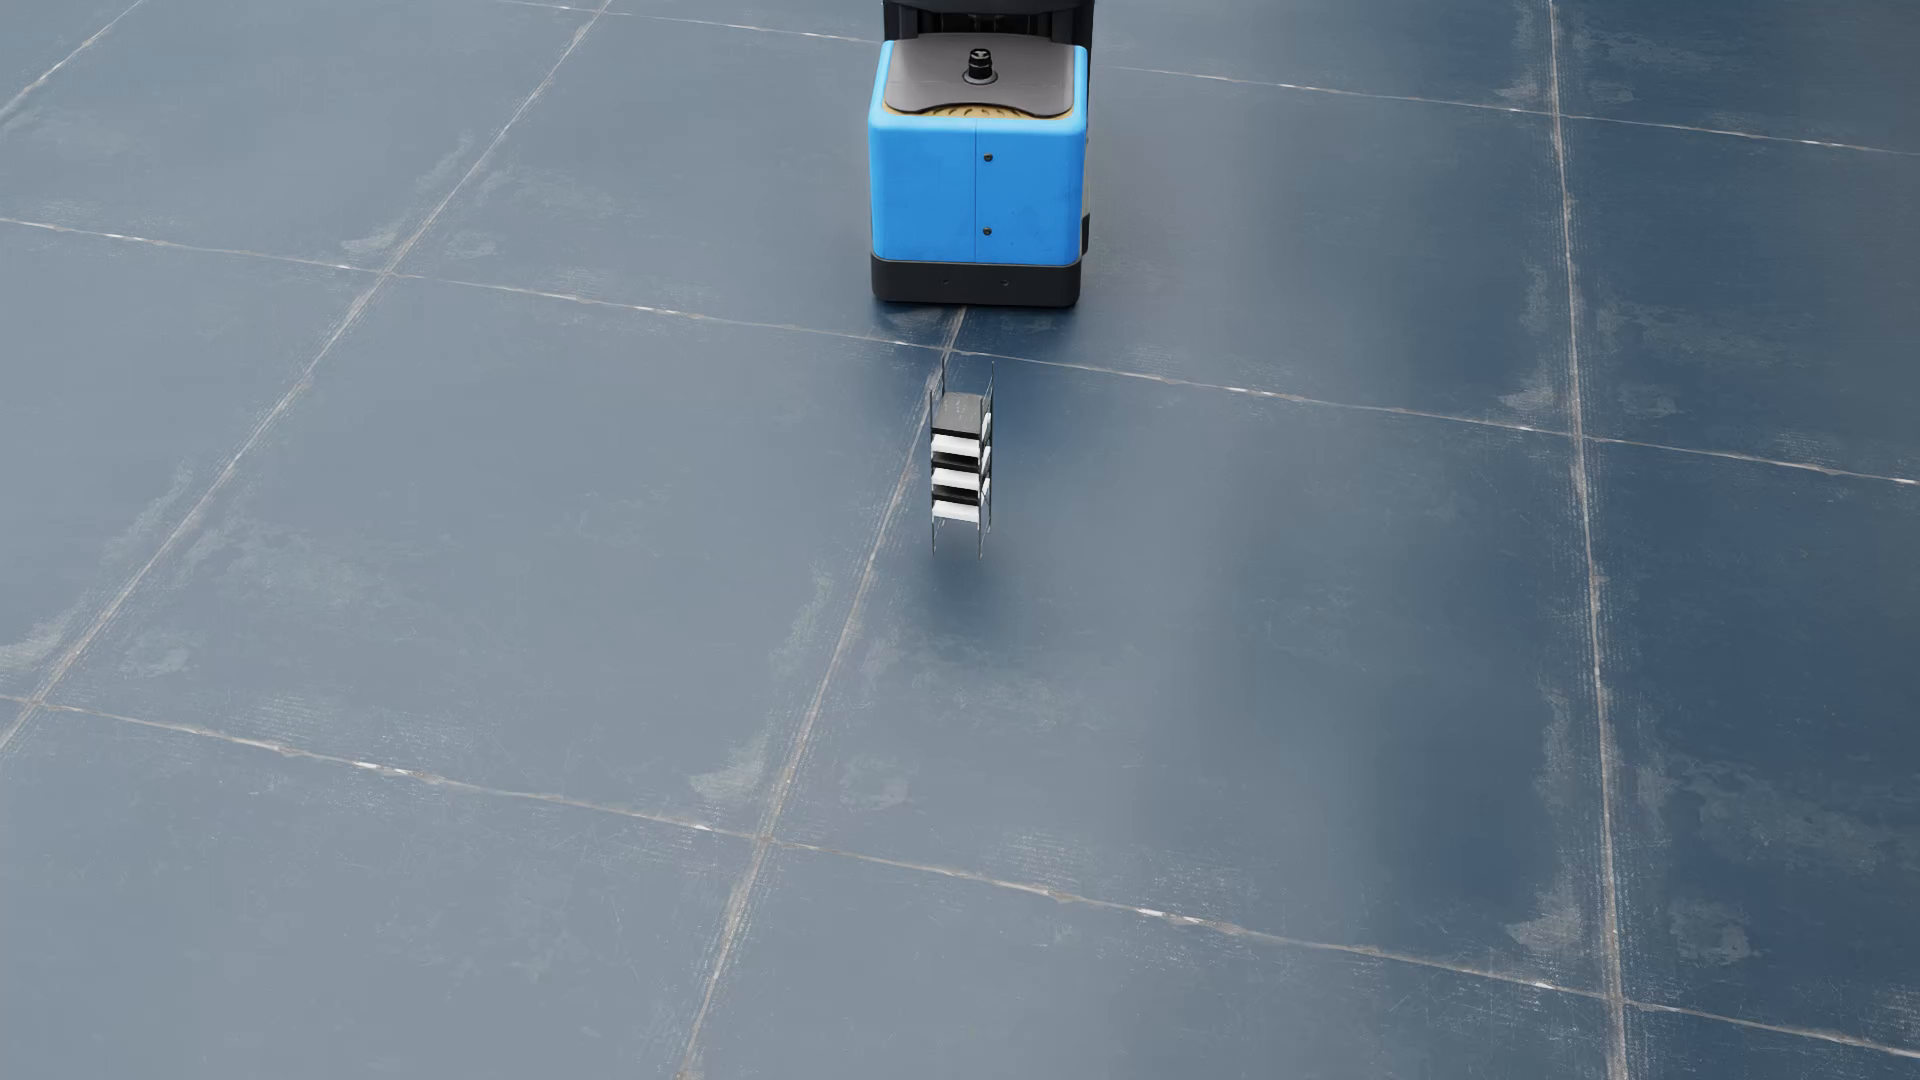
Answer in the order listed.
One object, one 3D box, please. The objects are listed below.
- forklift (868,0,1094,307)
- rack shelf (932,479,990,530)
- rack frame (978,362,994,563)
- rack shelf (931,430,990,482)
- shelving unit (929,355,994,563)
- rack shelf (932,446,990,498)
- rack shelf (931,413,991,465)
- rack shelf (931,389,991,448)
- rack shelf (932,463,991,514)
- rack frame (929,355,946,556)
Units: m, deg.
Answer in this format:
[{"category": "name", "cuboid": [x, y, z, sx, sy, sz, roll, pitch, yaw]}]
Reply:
[{"category": "forklift", "cuboid": [0.163, -3.236, 8.458, 1.130, 2.935, 3.031, 2, 44, 2]}, {"category": "rack shelf", "cuboid": [0.008, -0.169, 7.045, 0.200, 0.077, 0.258, 9, 45, 9]}, {"category": "rack frame", "cuboid": [0.107, -0.308, 6.881, 0.006, 0.900, 0.240, 9, 45, 9]}, {"category": "rack shelf", "cuboid": [0.008, -0.364, 6.857, 0.200, 0.077, 0.258, 9, 45, 9]}, {"category": "shelving unit", "cuboid": [0.008, -0.323, 6.897, 0.210, 0.900, 0.258, 9, 45, 9]}, {"category": "rack shelf", "cuboid": [0.008, -0.299, 6.920, 0.200, 0.077, 0.258, 9, 45, 9]}, {"category": "rack shelf", "cuboid": [0.008, -0.429, 6.795, 0.200, 0.077, 0.258, 9, 45, 9]}, {"category": "rack shelf", "cuboid": [0.008, -0.493, 6.733, 0.200, 0.077, 0.258, 9, 45, 9]}, {"category": "rack shelf", "cuboid": [0.008, -0.234, 6.982, 0.200, 0.077, 0.258, 9, 45, 9]}, {"category": "rack frame", "cuboid": [-0.091, -0.338, 6.913, 0.006, 0.900, 0.240, 9, 45, 9]}]
